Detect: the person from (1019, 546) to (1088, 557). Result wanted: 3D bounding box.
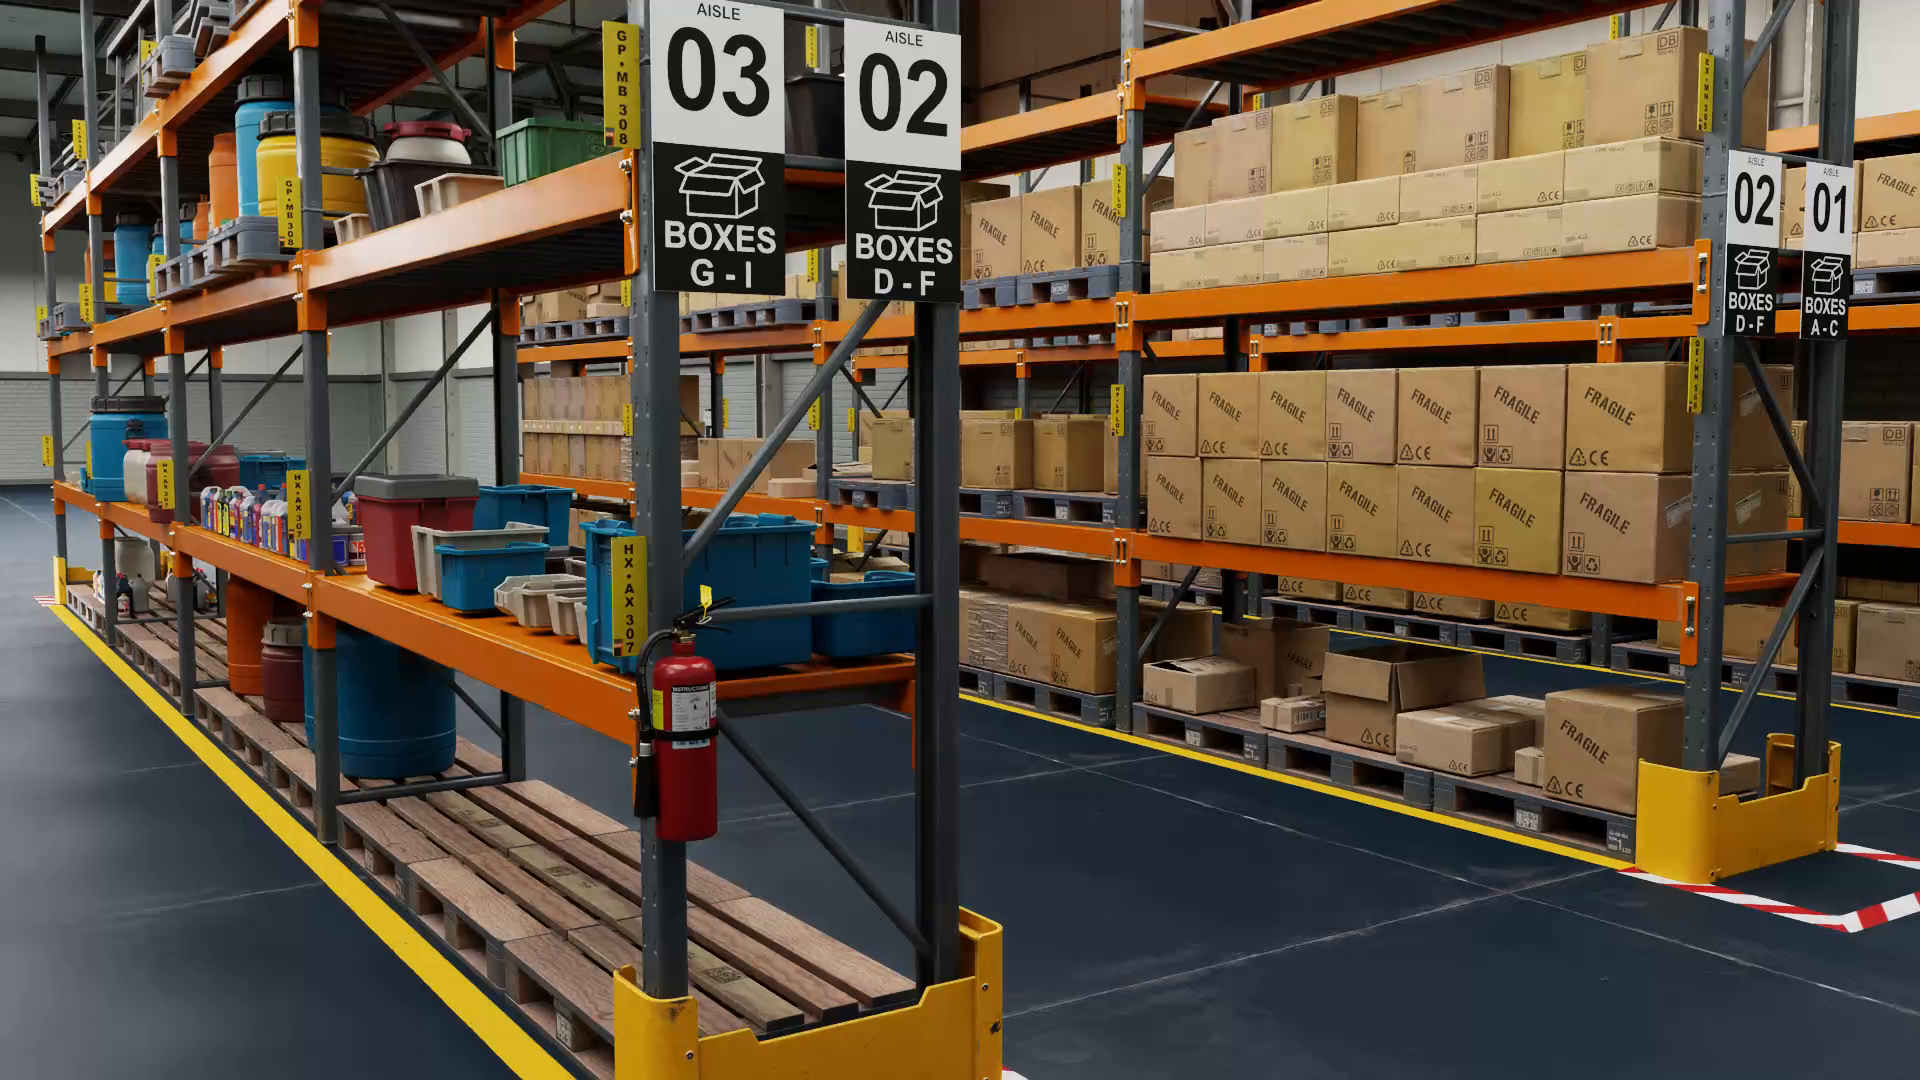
[{"bbox_3d":[0.865,0.306,15.516,0.851,1.129,0.619,-3,5,-34],"label":"person"}]
